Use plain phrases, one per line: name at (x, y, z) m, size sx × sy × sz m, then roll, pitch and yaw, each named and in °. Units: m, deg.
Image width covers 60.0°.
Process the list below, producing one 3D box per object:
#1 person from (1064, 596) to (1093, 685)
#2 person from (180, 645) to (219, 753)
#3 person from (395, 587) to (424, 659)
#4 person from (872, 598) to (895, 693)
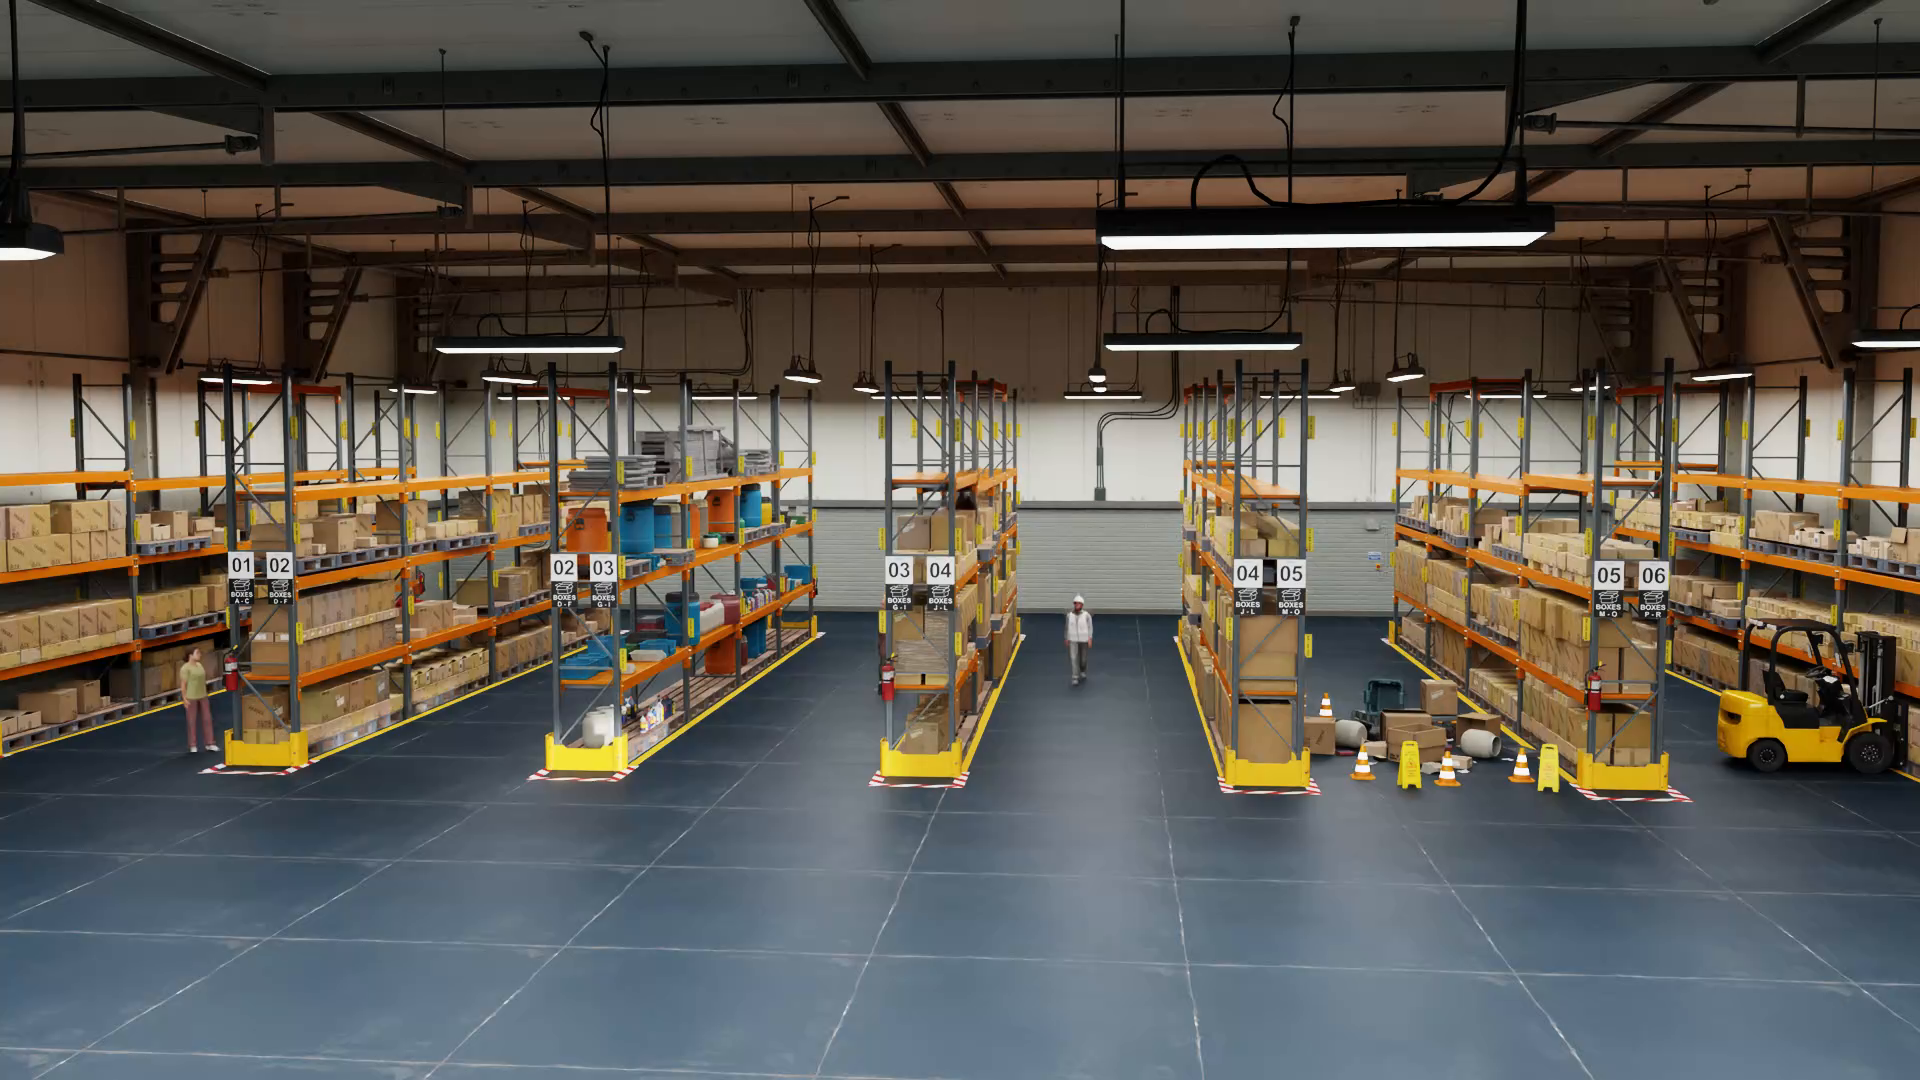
person at (2.350, 1.982, 32.942) m, size 0.567 × 1.728 × 1.066 m, roll 0°, pitch 4°, yaw 2°
person at (-11.863, 2.472, 25.880) m, size 0.427 × 1.672 × 0.505 m, roll 3°, pitch 5°, yaw 34°
person at (-11.554, 1.862, 34.873) m, size 0.695 × 1.780 × 0.846 m, roll 0°, pitch 4°, yaw 6°
person at (-1.510, 2.012, 32.114) m, size 0.567 × 1.803 × 0.648 m, roll -1°, pitch 4°, yaw -22°
